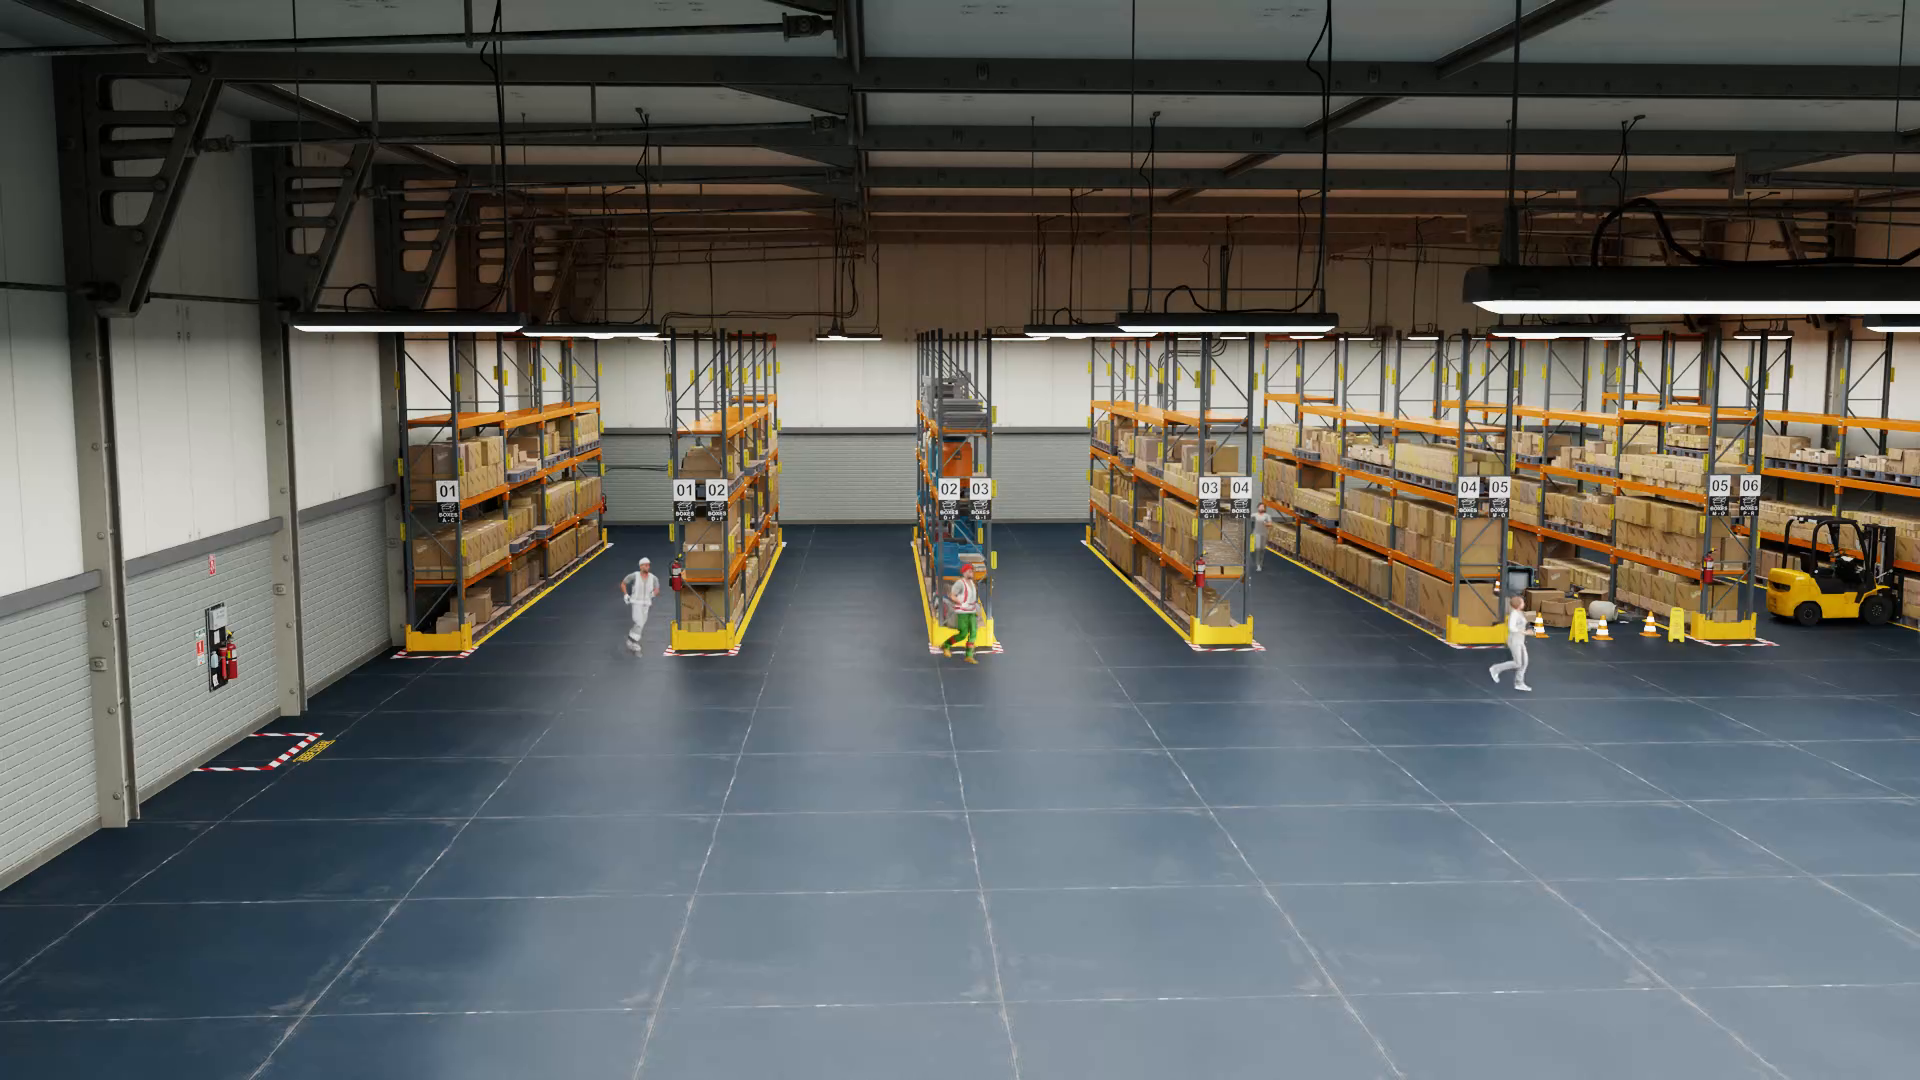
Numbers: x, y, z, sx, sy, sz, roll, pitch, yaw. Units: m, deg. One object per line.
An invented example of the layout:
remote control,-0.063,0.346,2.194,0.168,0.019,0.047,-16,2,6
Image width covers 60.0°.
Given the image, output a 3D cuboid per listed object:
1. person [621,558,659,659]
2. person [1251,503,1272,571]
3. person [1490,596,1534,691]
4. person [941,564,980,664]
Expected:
person,-5.882,1.235,30.728,0.658,1.819,0.749,-6,9,-40
person,7.639,-0.101,42.280,0.549,1.704,0.873,0,7,0
person,9.160,1.702,27.561,0.687,1.566,0.549,3,8,26
person,0.084,1.321,30.036,0.777,1.775,0.689,5,8,36
